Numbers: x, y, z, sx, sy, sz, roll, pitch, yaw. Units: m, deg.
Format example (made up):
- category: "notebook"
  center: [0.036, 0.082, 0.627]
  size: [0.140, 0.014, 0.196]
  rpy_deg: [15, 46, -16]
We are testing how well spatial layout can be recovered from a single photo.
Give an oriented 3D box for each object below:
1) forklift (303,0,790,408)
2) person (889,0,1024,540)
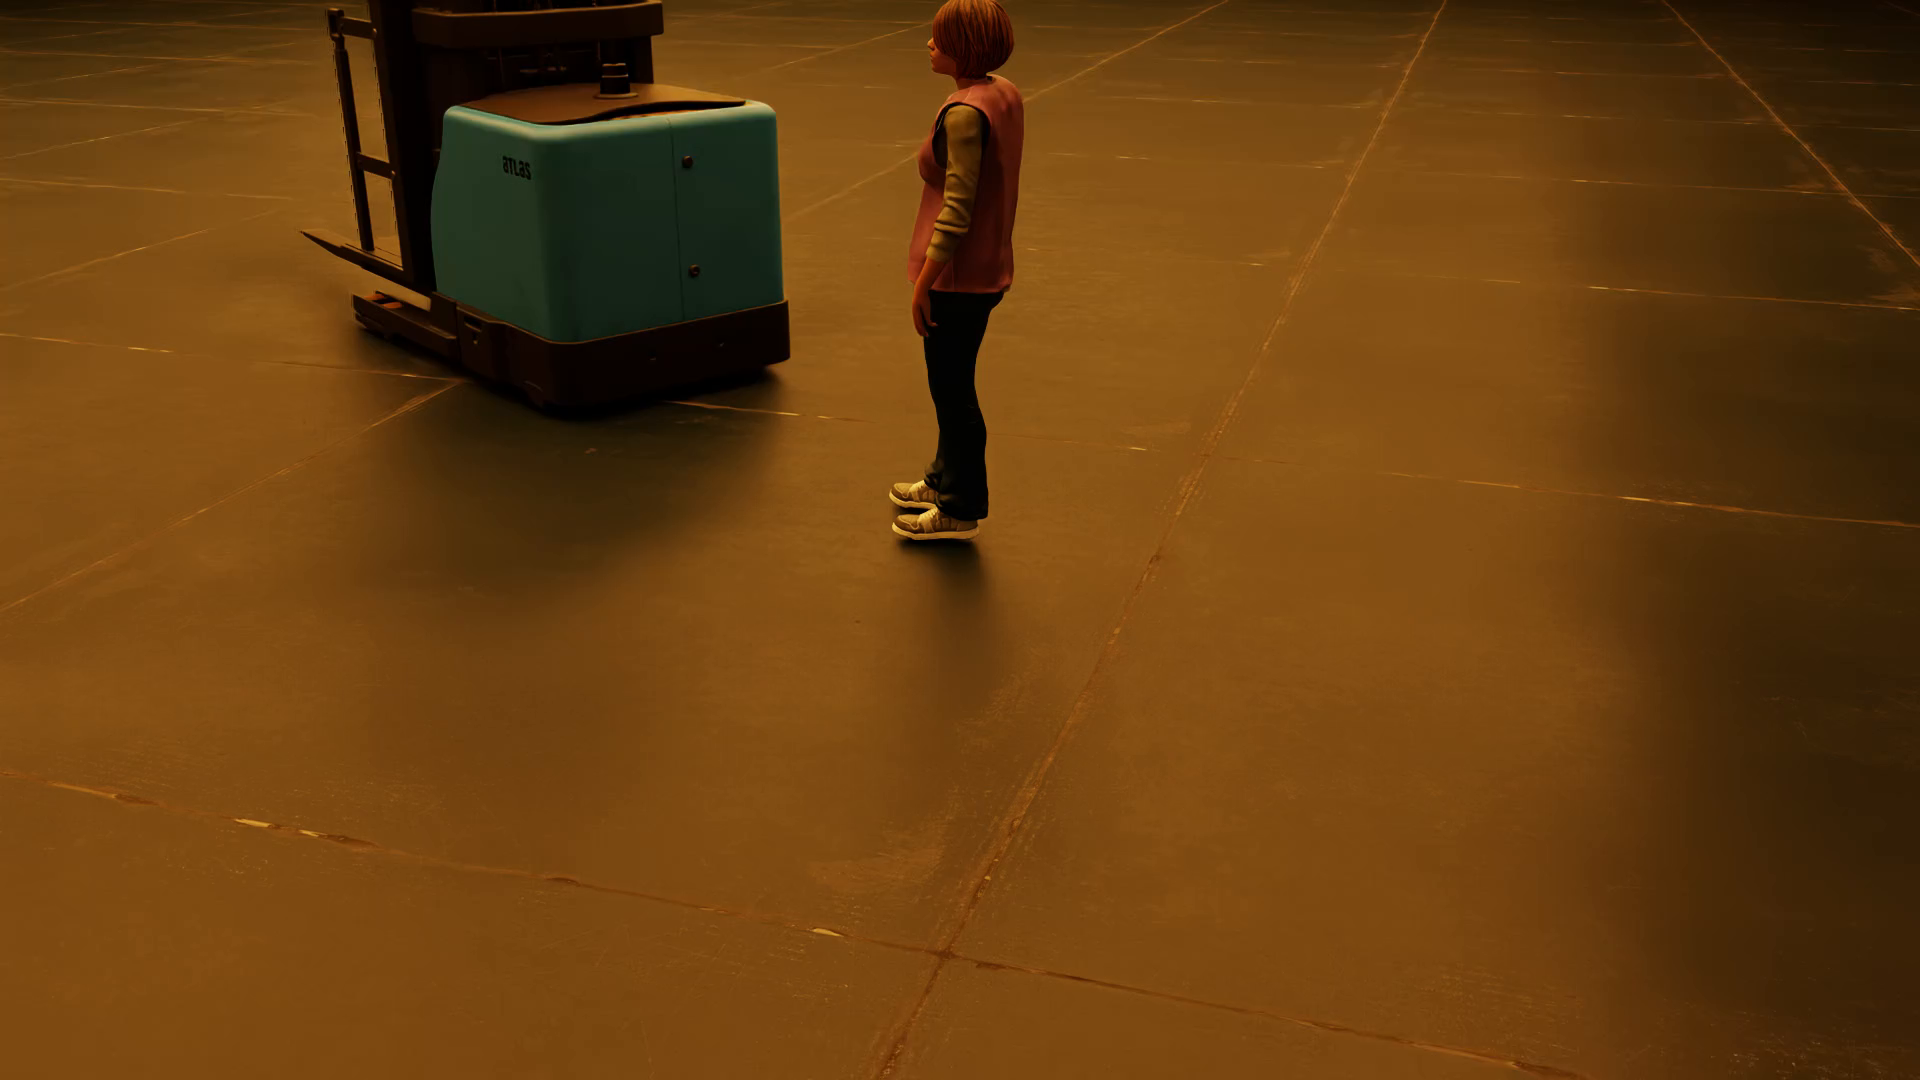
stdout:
- category: "forklift"
  center: [-2.027, -2.331, 6.925]
  size: [1.130, 2.935, 3.031]
  rpy_deg: [-18, 29, -37]
- category: "person"
  center: [-0.067, -0.759, 4.846]
  size: [0.473, 1.599, 0.520]
  rpy_deg: [7, 23, 16]
